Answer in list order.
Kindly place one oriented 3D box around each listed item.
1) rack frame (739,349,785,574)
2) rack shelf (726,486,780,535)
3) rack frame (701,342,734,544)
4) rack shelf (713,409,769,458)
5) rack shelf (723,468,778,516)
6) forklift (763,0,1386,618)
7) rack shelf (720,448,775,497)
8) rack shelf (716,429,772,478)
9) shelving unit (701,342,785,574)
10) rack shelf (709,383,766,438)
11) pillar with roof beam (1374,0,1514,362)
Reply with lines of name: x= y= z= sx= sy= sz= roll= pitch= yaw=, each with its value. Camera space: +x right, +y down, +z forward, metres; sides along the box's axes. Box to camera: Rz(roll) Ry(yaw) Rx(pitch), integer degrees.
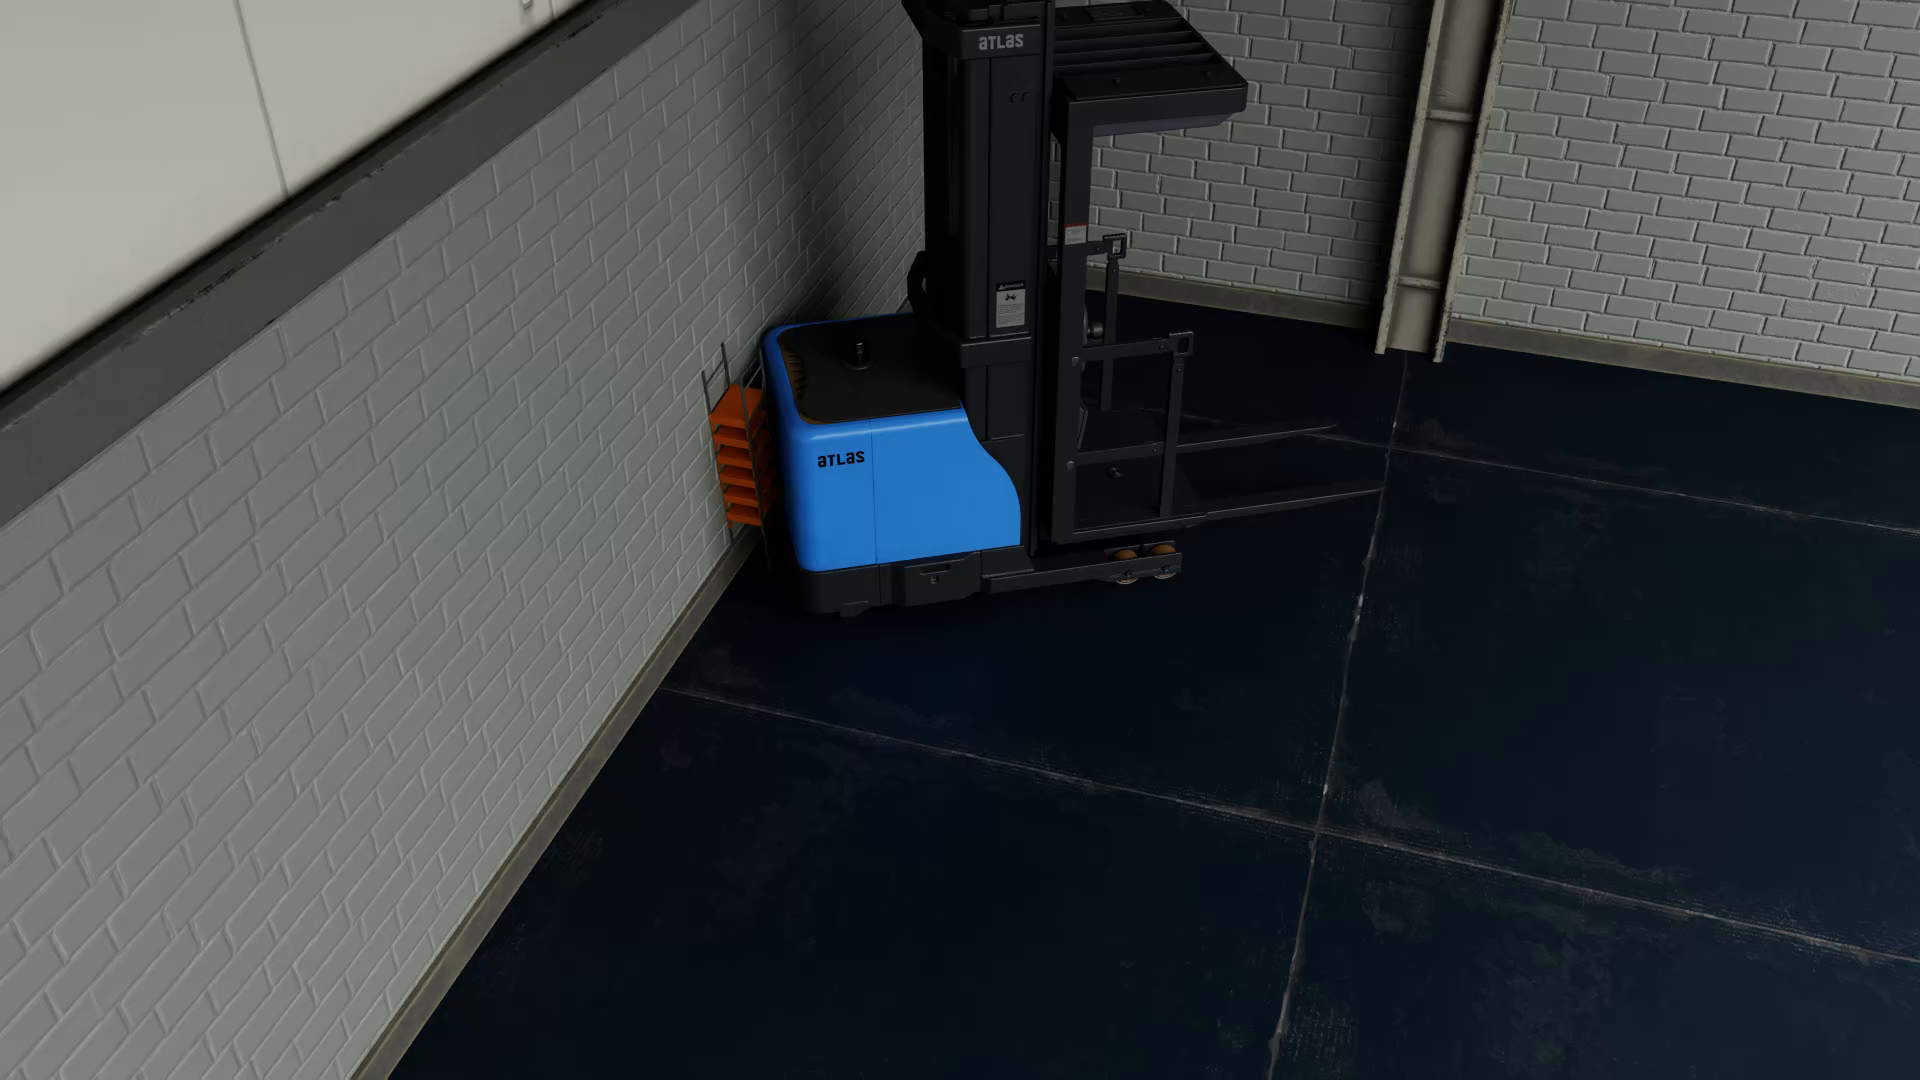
rack frame: x=-0.923 y=-0.351 z=7.885 sx=0.006 sy=1.200 sz=0.240 roll=11 pitch=44 yaw=14
rack shelf: x=-1.000 y=-0.159 z=8.100 sx=0.180 sy=0.103 sz=0.258 roll=11 pitch=44 yaw=14
rack frame: x=-1.097 y=-0.385 z=7.930 sx=0.006 sy=1.200 sz=0.240 roll=11 pitch=44 yaw=14
rack shelf: x=-1.017 y=-0.511 z=7.775 sx=0.180 sy=0.103 sz=0.258 roll=11 pitch=44 yaw=14
rack shelf: x=-1.004 y=-0.247 z=8.019 sx=0.180 sy=0.103 sz=0.258 roll=11 pitch=44 yaw=14
forklift: x=0.613 y=-1.263 z=7.678 sx=3.031 sy=2.935 sz=1.130 roll=-8 pitch=37 yaw=-10
rack shelf: x=-1.008 y=-0.335 z=7.938 sx=0.180 sy=0.103 sz=0.258 roll=11 pitch=44 yaw=14
rack shelf: x=-1.013 y=-0.423 z=7.856 sx=0.180 sy=0.103 sz=0.258 roll=11 pitch=44 yaw=14
shelving unit: x=-1.010 y=-0.368 z=7.907 sx=0.189 sy=1.200 sz=0.258 roll=11 pitch=44 yaw=14
rack shelf: x=-1.021 y=-0.600 z=7.694 sx=0.180 sy=0.103 sz=0.258 roll=11 pitch=44 yaw=14
pillar with roof beam: x=1.431 y=-2.363 z=4.054 sx=0.400 sy=9.000 sz=9.100 roll=10 pitch=38 yaw=14
